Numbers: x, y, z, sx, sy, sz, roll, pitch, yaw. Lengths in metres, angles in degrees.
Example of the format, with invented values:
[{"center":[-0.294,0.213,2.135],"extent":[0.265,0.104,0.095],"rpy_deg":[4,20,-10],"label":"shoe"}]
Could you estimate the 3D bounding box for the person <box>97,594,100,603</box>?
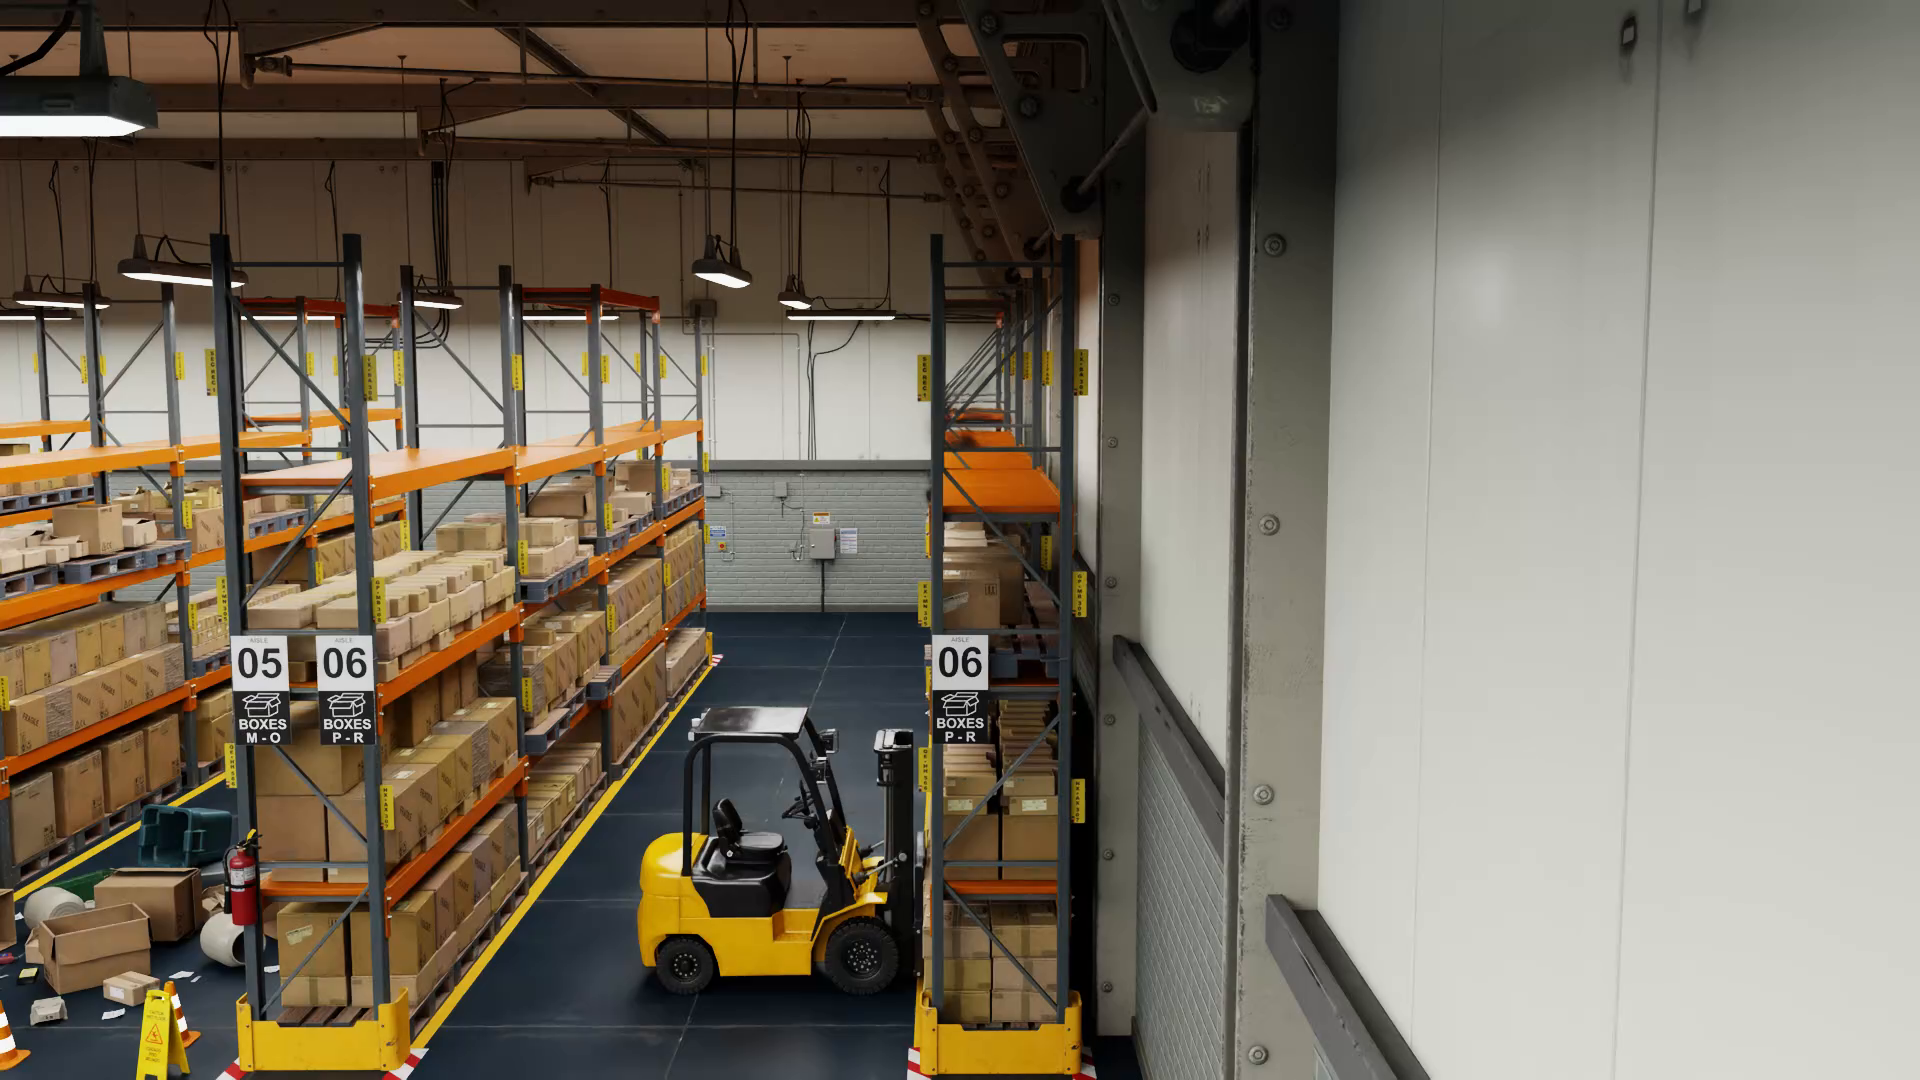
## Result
[{"center":[-12.835,1.580,25.048],"extent":[0.582,1.639,0.780],"rpy_deg":[0,6,-1],"label":"person"}]
